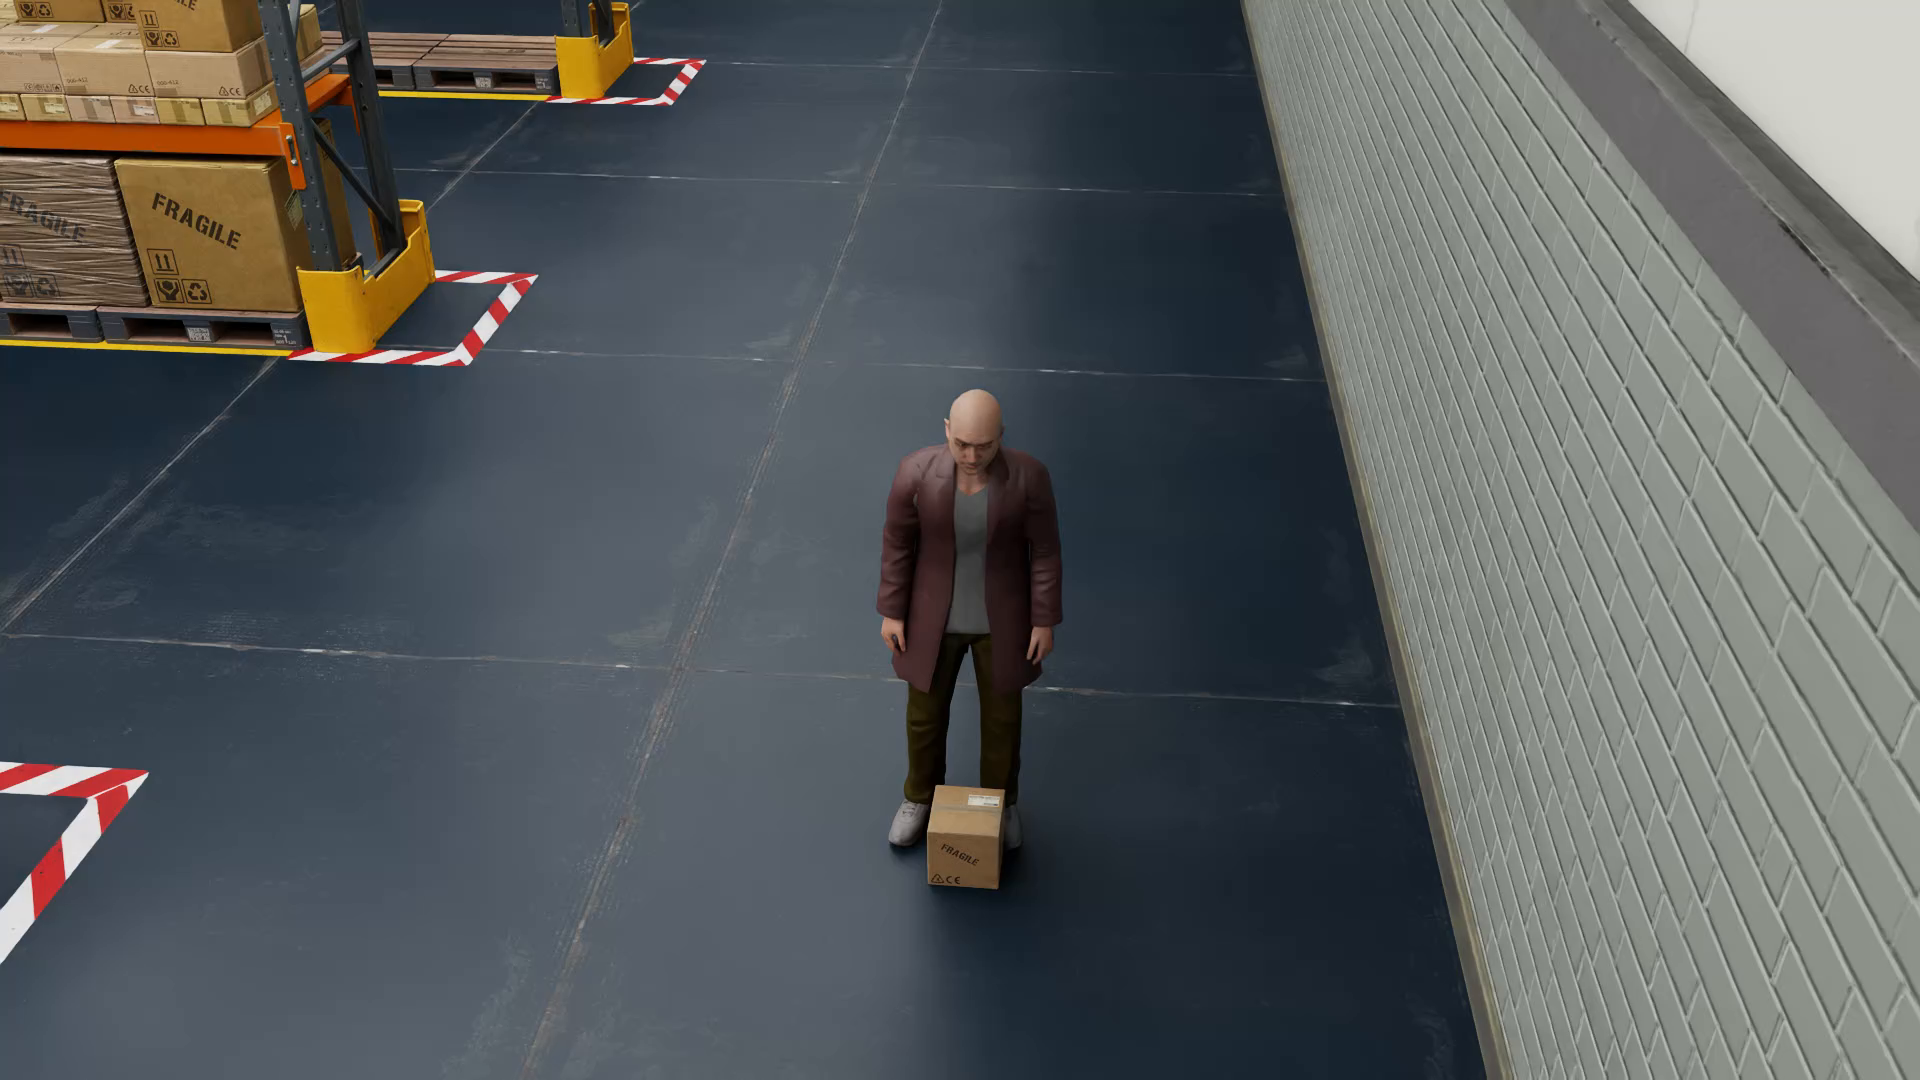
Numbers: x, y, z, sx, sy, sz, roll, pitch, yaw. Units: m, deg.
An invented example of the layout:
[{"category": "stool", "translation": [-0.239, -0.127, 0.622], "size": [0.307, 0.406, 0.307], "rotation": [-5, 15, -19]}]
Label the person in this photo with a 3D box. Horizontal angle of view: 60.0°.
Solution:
[{"category": "person", "translation": [0.031, 0.270, 5.710], "size": [0.641, 1.773, 0.423], "rotation": [2, 32, 3]}]
